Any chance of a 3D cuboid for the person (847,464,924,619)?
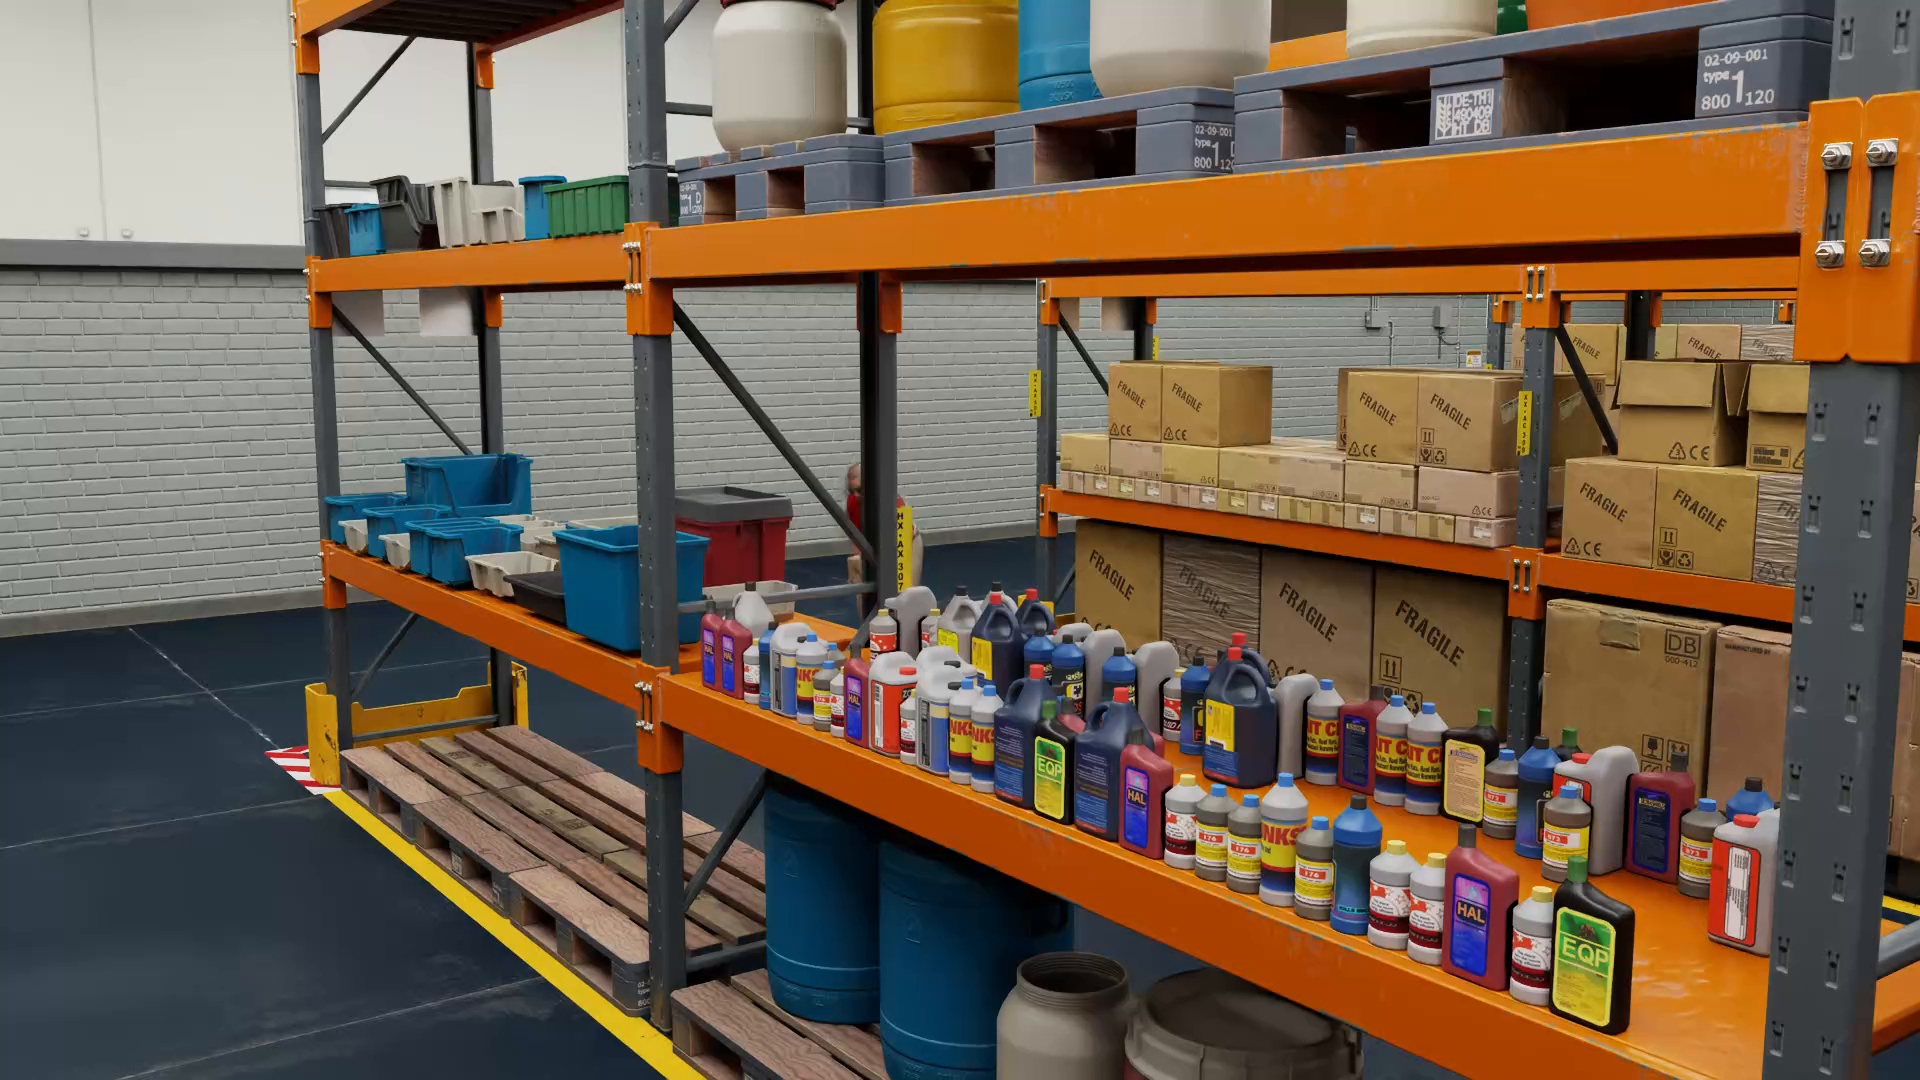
[{"bbox_3d":[-0.565,0.194,11.764,0.484,1.513,0.767,4,9,29],"label":"person"}]
